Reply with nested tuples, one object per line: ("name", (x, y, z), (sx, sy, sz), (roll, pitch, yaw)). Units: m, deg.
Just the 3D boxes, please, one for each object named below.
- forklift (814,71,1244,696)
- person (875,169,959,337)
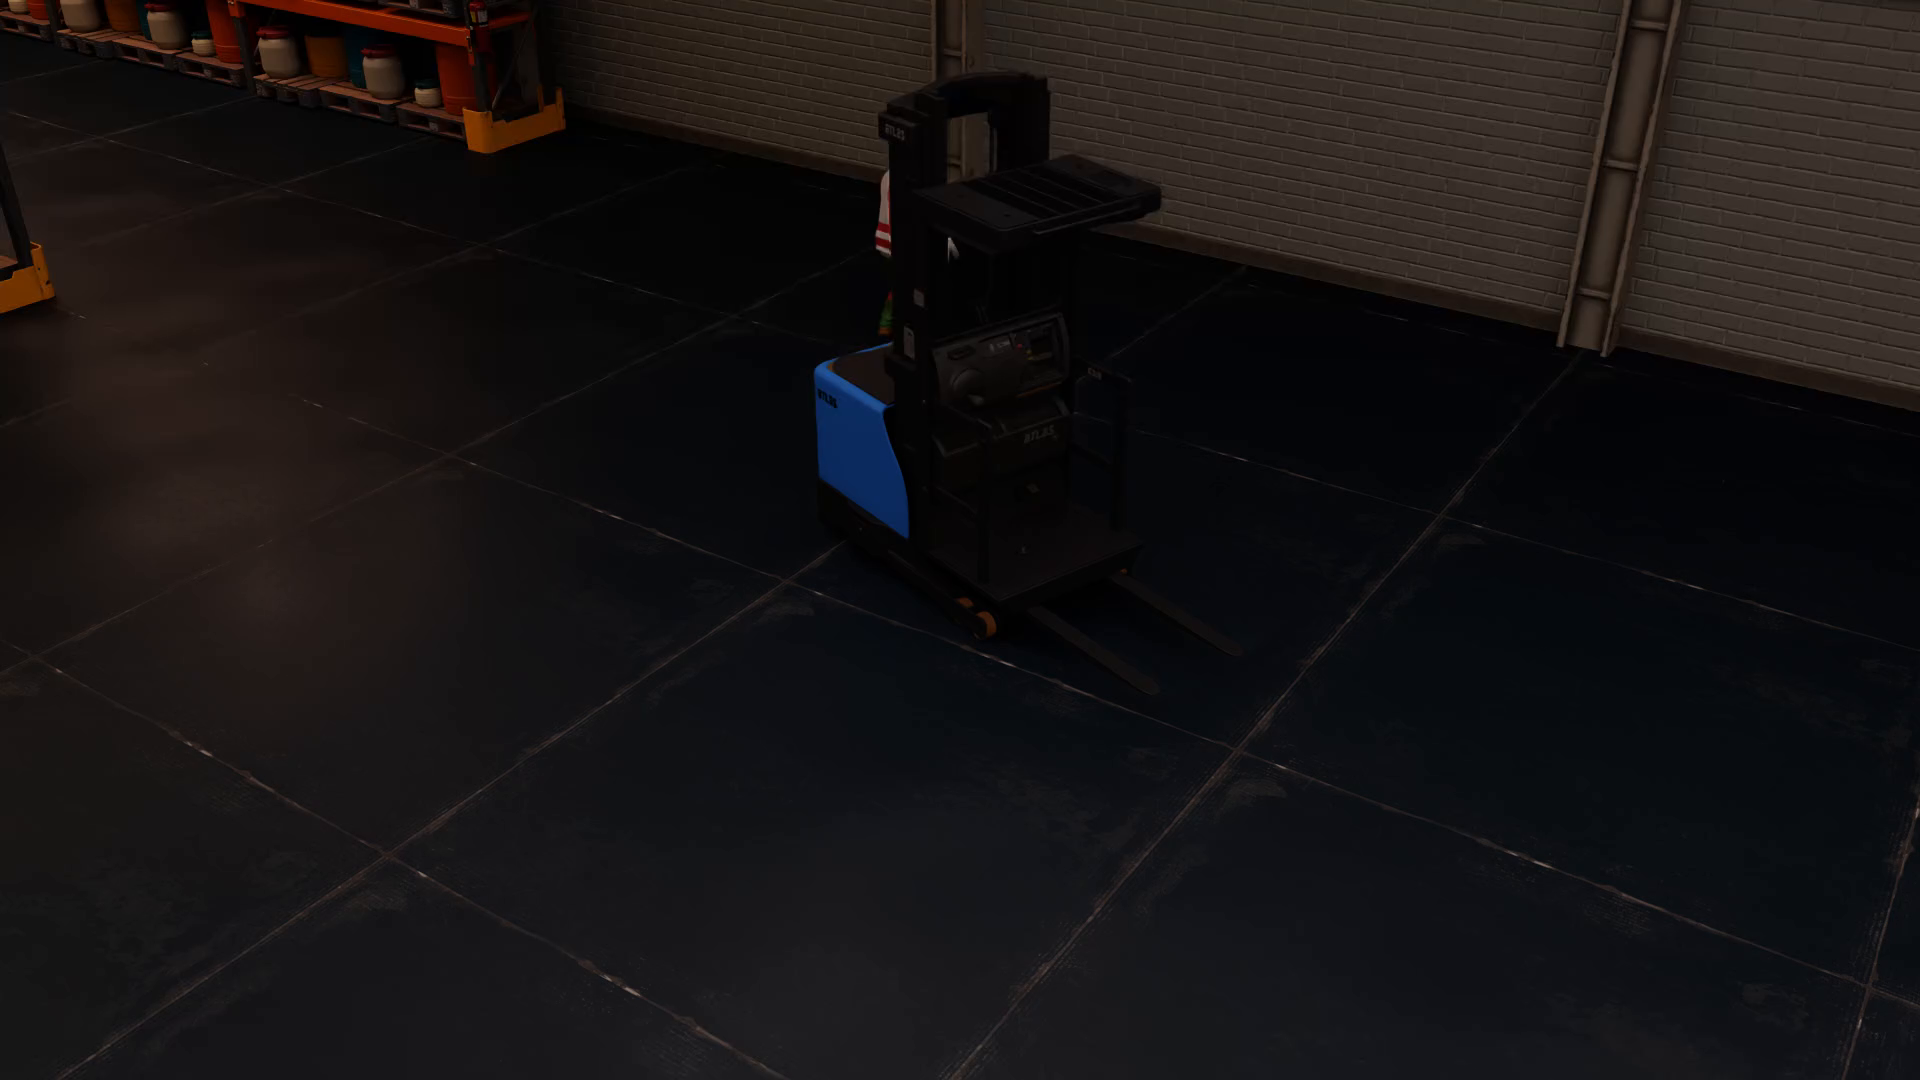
("forklift", (0.368, -0.974, 9.258), (1.130, 2.935, 3.031), (-21, 36, -31))
("person", (-0.278, -2.300, 12.810), (0.816, 1.654, 0.876), (-20, 36, -31))
